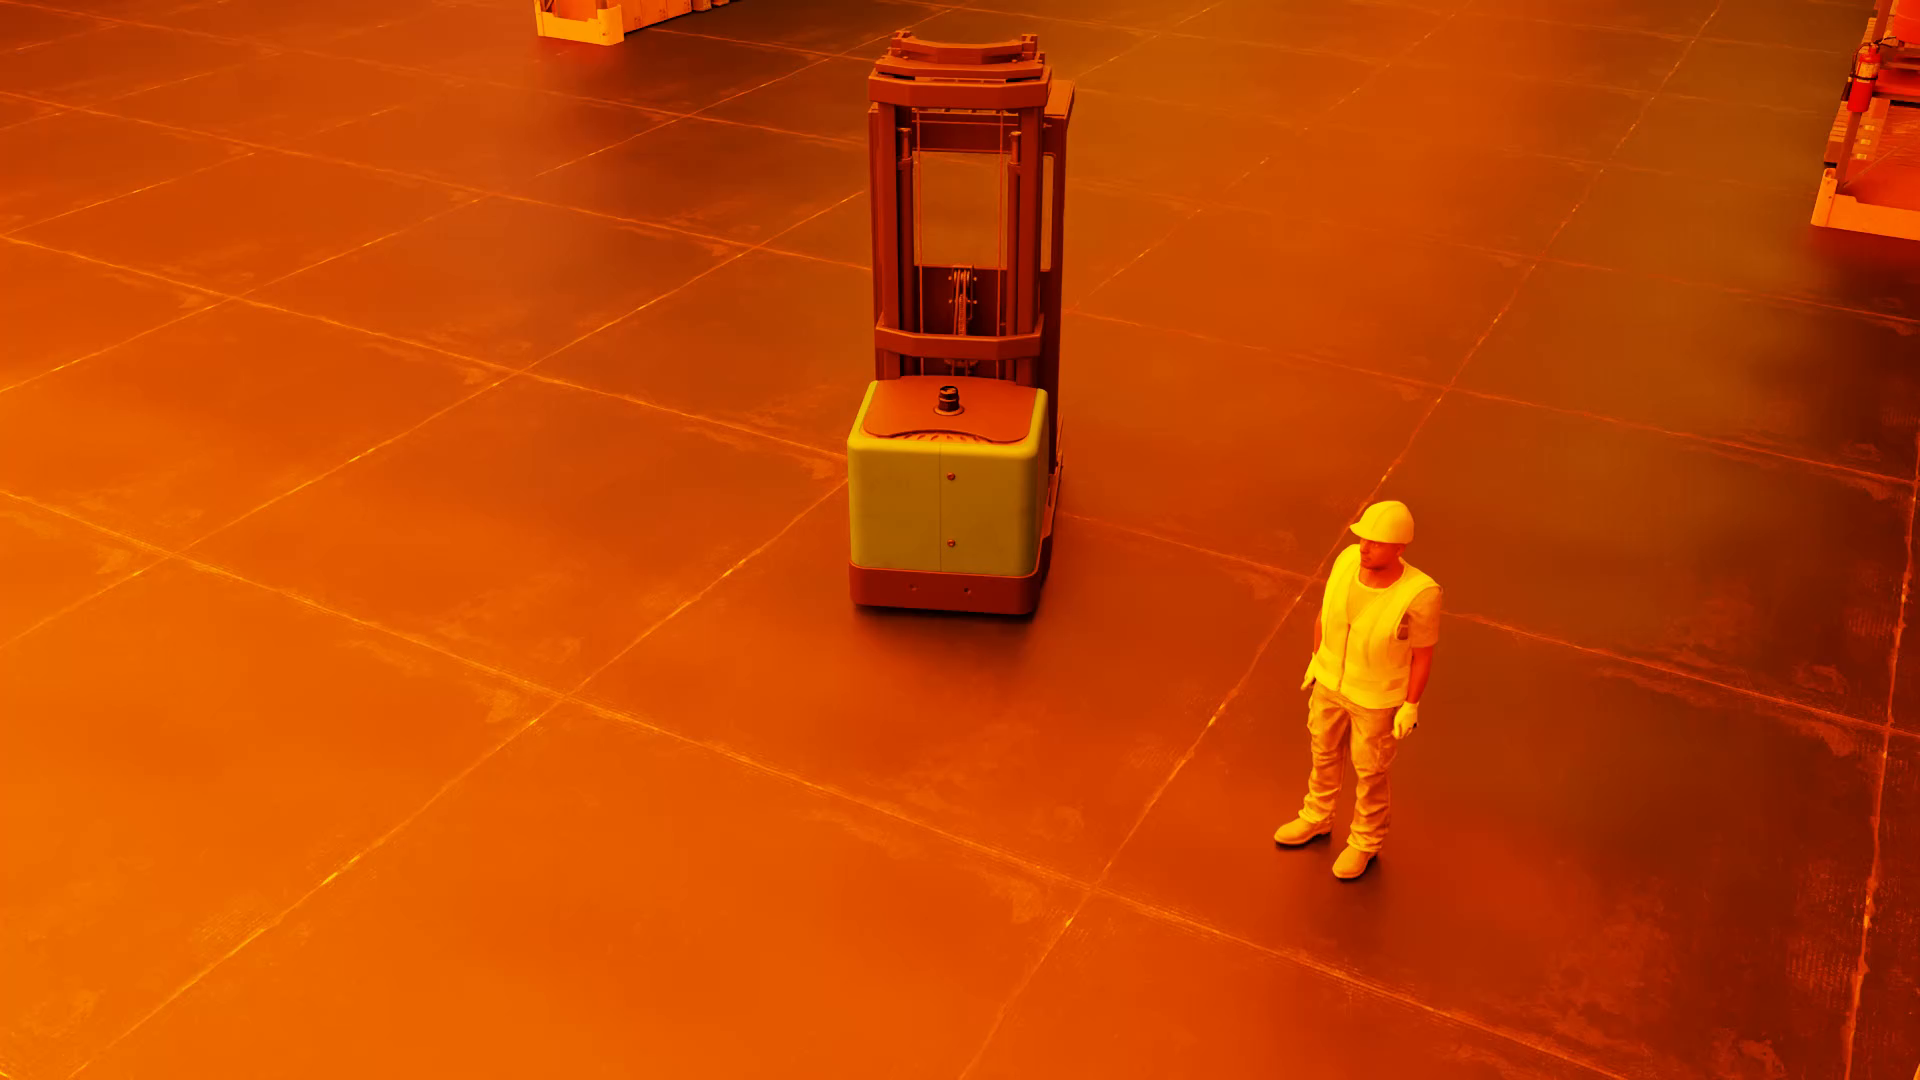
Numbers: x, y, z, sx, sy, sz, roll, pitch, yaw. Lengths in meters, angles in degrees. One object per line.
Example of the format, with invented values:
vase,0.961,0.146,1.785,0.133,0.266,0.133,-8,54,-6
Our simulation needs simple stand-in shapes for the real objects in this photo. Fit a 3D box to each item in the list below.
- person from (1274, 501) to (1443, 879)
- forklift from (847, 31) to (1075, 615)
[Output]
person,1.709,0.634,7.118,0.369,1.790,0.549,-24,37,-35
forklift,0.072,-1.572,9.794,1.130,2.935,3.031,3,30,6
